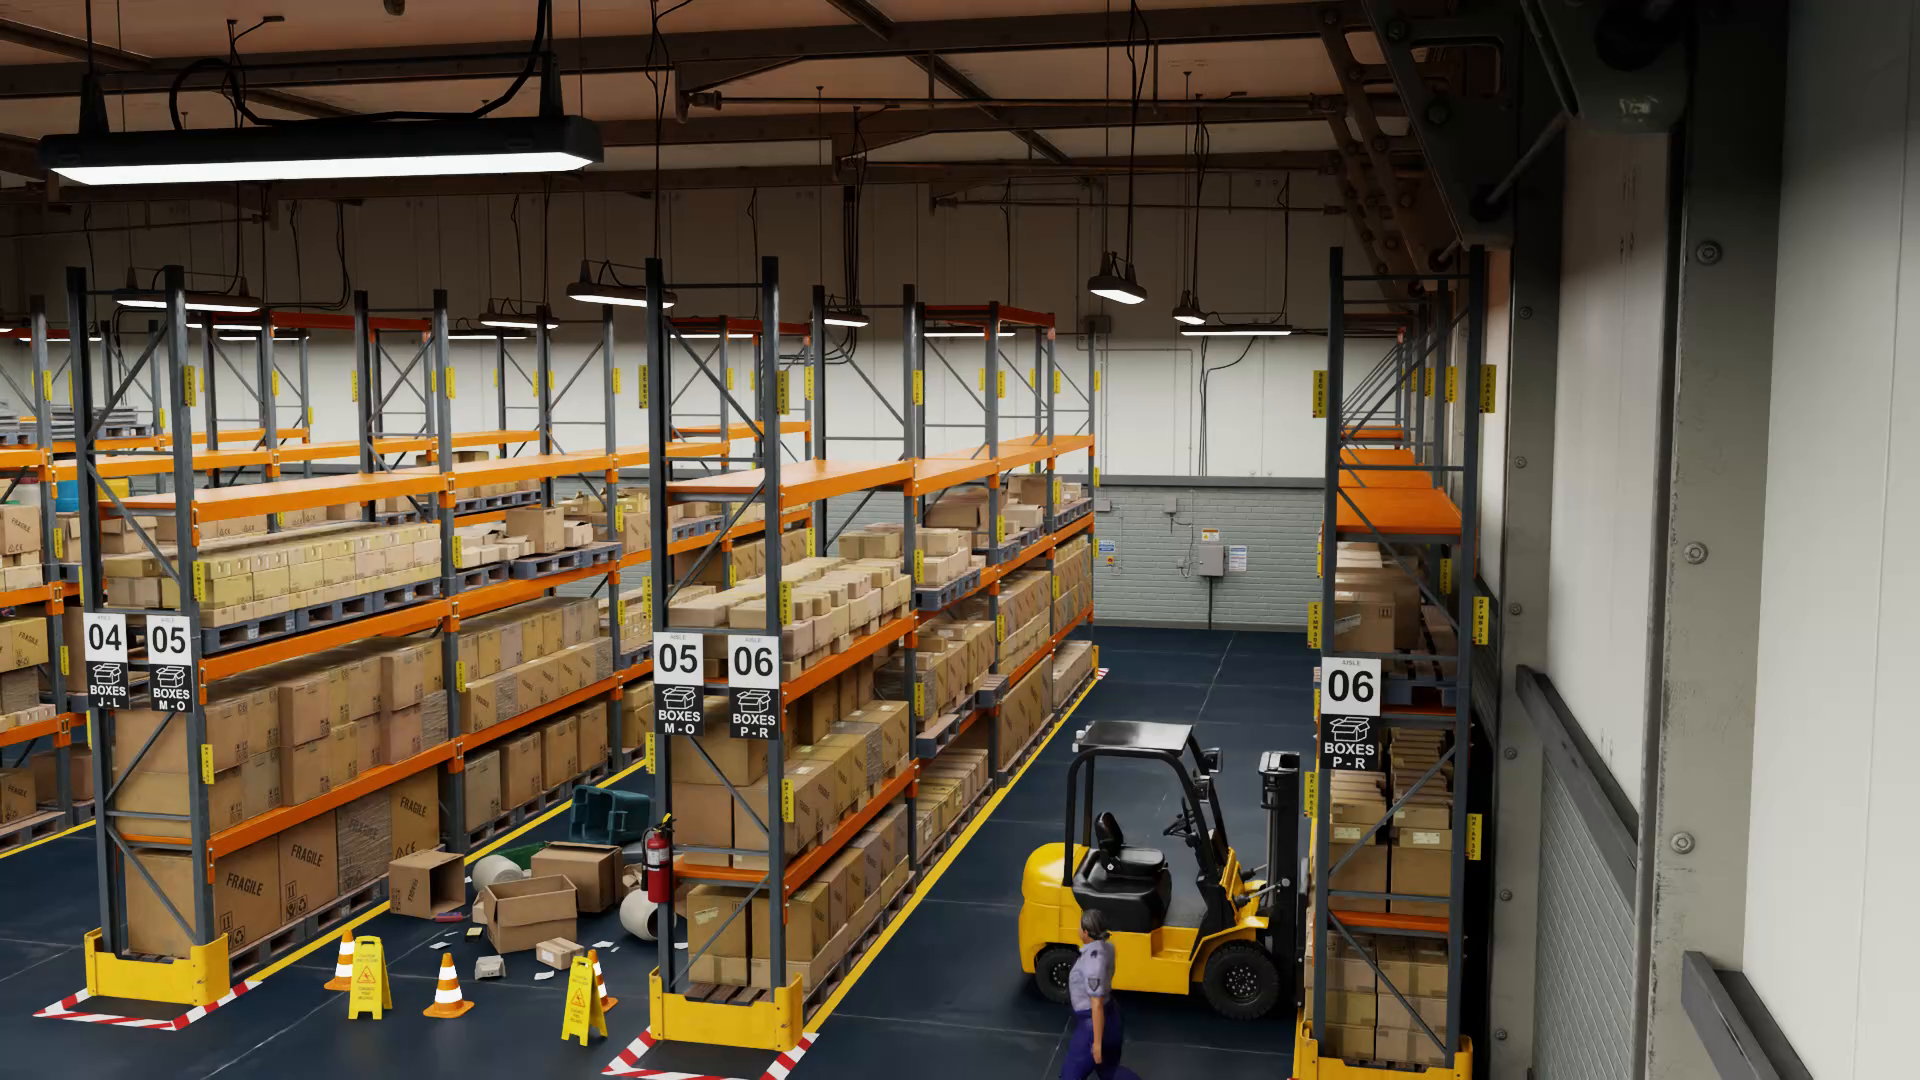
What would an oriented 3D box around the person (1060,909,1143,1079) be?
[{"bbox_3d":[0.973,3.236,11.089,0.917,1.606,0.501,1,6,6],"label":"person"}]
